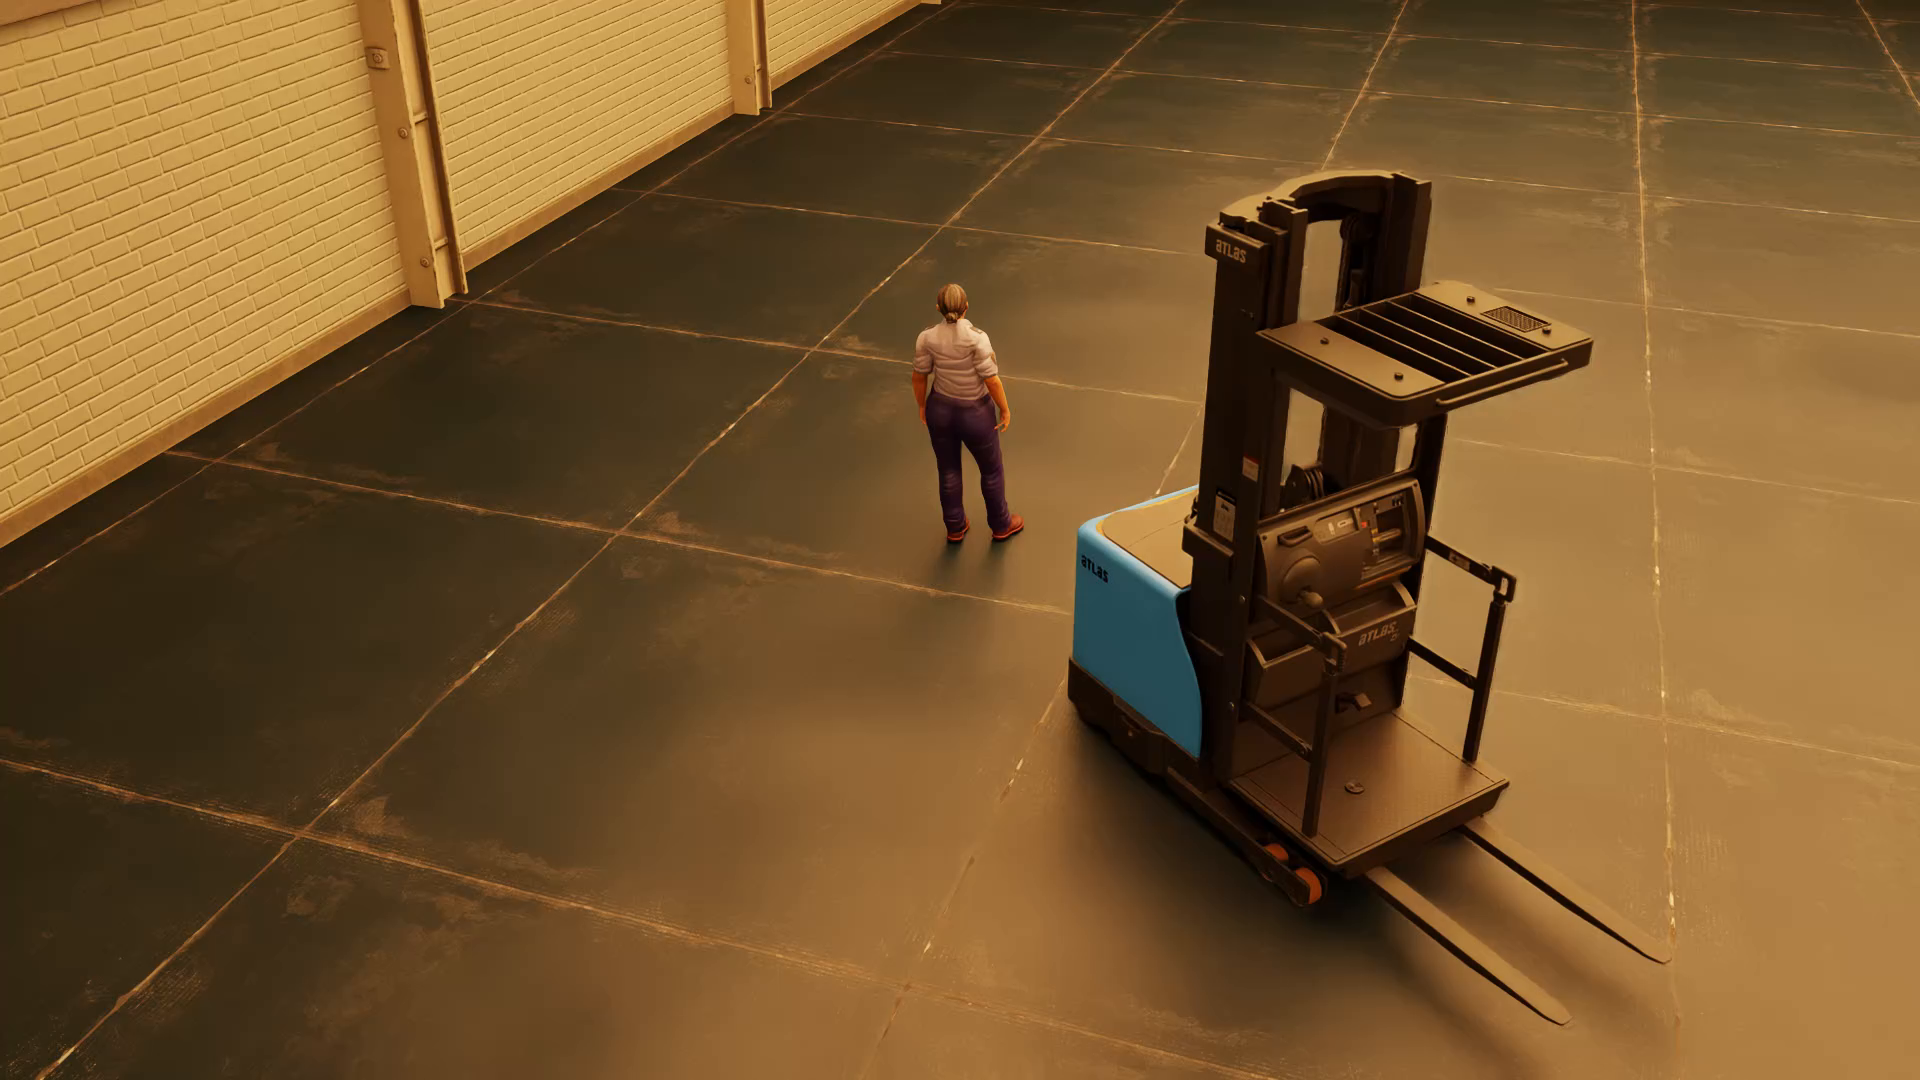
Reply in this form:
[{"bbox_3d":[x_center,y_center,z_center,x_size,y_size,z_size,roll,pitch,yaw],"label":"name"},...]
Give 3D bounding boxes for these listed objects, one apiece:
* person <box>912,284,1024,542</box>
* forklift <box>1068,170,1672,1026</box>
[{"bbox_3d":[0.051,-0.760,9.752,0.598,1.651,0.502,10,31,16],"label":"person"},{"bbox_3d":[1.772,0.062,7.028,1.130,2.935,3.031,-18,34,-28],"label":"forklift"}]
